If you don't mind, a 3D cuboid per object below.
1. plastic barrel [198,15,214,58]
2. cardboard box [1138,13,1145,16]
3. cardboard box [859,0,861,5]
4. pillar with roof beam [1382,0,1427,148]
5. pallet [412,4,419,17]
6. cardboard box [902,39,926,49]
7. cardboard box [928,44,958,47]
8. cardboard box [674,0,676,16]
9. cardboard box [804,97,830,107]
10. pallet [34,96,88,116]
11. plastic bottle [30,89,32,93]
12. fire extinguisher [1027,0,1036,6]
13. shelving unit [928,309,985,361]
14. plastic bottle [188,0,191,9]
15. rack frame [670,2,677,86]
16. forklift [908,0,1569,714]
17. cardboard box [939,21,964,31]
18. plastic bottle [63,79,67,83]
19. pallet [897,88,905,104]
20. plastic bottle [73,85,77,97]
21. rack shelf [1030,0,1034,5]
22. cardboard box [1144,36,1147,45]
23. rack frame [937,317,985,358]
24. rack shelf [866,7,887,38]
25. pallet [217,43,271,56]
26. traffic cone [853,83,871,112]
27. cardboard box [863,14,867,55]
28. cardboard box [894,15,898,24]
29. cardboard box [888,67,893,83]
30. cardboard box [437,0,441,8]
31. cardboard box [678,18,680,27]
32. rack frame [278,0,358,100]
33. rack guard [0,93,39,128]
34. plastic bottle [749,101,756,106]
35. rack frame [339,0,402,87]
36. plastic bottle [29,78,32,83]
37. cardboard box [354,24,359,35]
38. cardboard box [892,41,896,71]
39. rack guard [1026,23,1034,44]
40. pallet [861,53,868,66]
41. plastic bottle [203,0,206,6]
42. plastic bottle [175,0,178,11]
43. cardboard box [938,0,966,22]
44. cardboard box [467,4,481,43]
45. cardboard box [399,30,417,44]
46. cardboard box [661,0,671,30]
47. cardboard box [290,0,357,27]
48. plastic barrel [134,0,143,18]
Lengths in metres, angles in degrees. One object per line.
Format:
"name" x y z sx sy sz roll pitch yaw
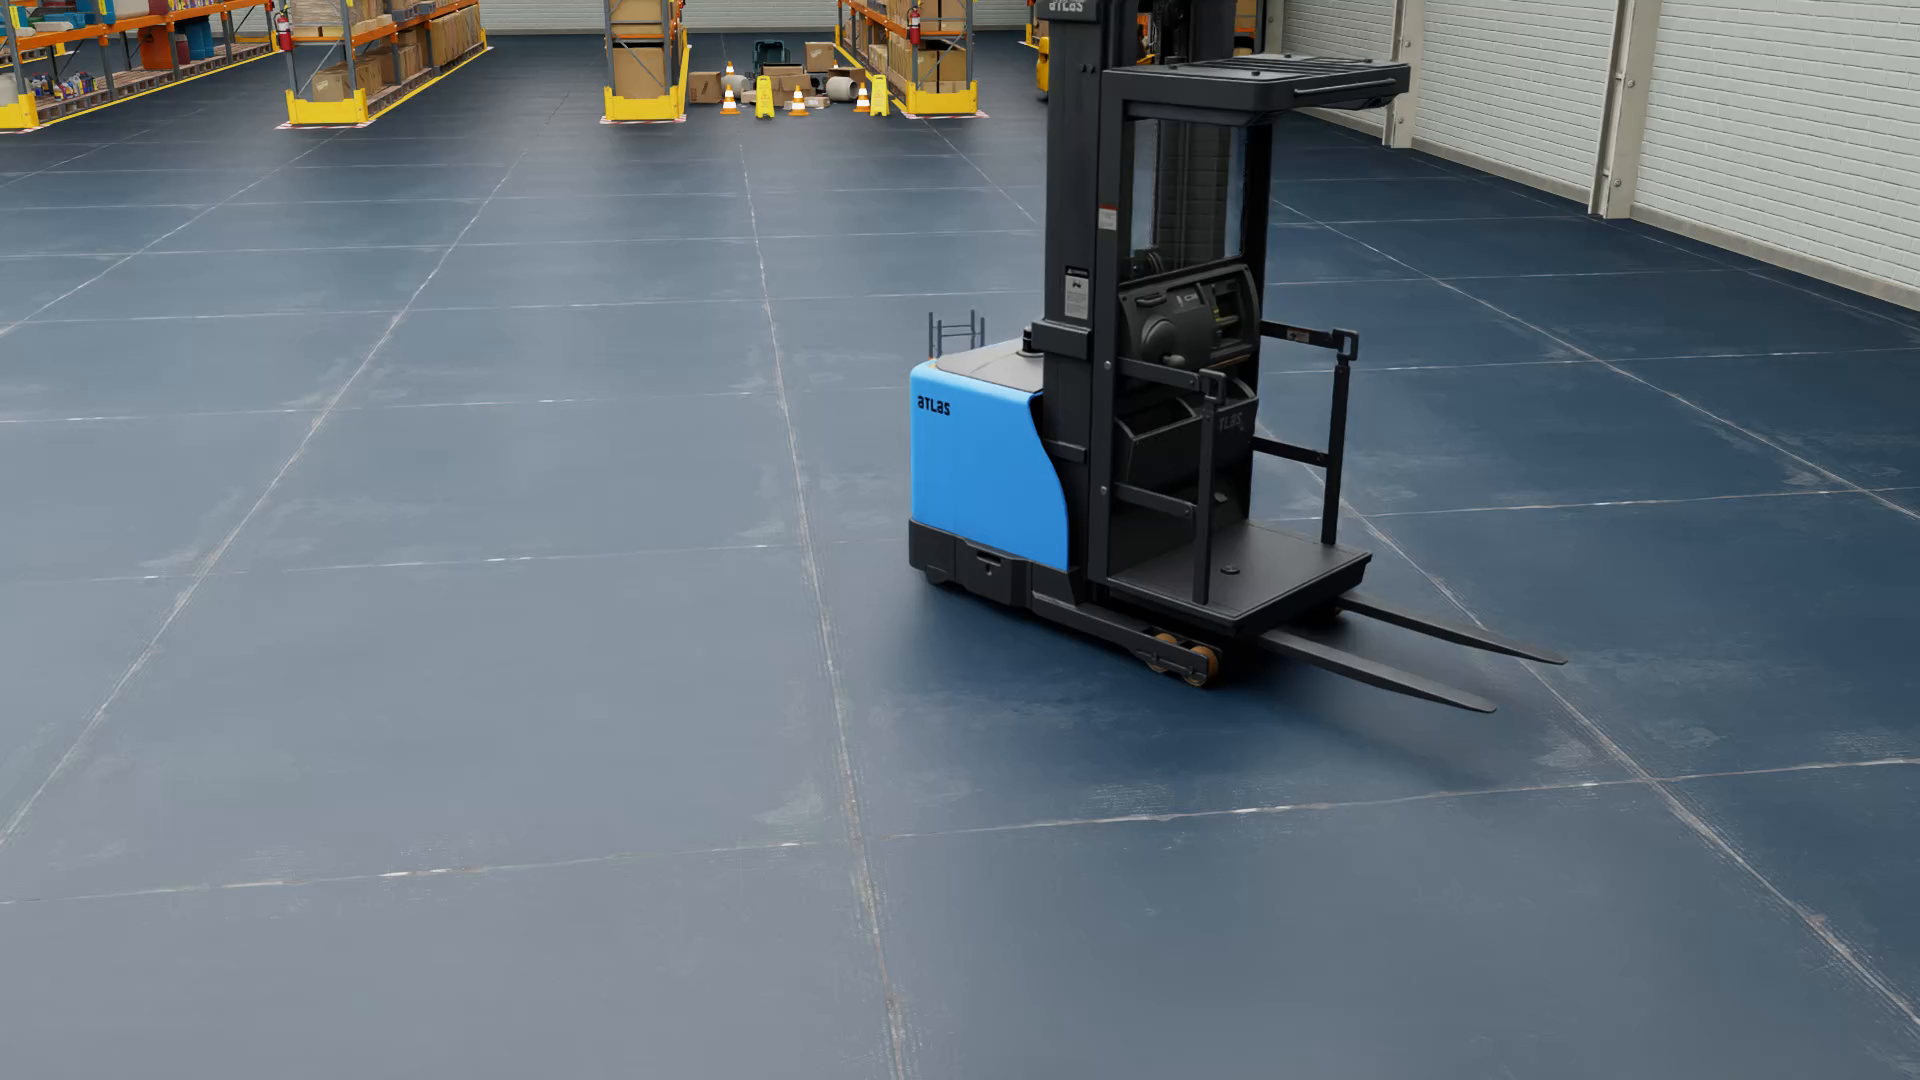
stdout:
"plastic barrel" -16.673 -11.018 36.328 0.600 0.901 0.708 -3 21 -8
"cardboard box" 3.706 -10.316 32.264 0.500 0.250 0.500 -2 21 -7
"cardboard box" -1.926 -11.801 36.240 0.500 0.250 0.500 -3 21 -8
"pillar with roof beam" 2.010 -9.642 21.672 9.100 9.000 0.400 -3 21 -8
"pallet" -10.931 -10.085 31.706 1.003 0.211 1.213 -3 21 -8
"cardboard box" -0.790 -8.540 28.625 0.380 0.149 0.250 -2 21 -6
"cardboard box" -0.288 -8.505 29.458 0.500 0.500 0.500 -3 21 -7
"cardboard box" -5.710 -10.279 31.808 0.500 0.500 0.500 -3 21 -8
"cardboard box" -2.485 -7.605 28.864 0.380 0.149 0.250 8 22 20
"pallet" -15.347 -7.259 27.851 1.003 0.211 1.213 -3 21 -8
"plastic bottle" -15.612 -7.497 27.873 0.097 0.201 0.097 0 20 0
"fire extinguisher" 1.829 -14.196 43.082 0.296 0.674 0.183 -3 21 -8
"shelving unit" -0.018 -0.564 8.511 0.258 1.200 0.189 -5 21 -14
"plastic bottle" -16.101 -11.197 34.585 0.152 0.276 0.135 -3 21 -8
"rack frame" -5.758 -9.689 30.370 1.000 3.000 0.127 -3 21 -8
"forklift" 1.159 -0.959 7.095 3.031 2.935 1.130 19 27 40
"cardboard box" -0.141 -8.599 27.811 0.380 0.149 0.250 -3 21 -8
"plastic bottle" -15.215 -7.709 28.322 0.061 0.283 0.133 -3 21 -8
"pallet" -0.563 -8.013 29.869 1.003 0.211 1.213 -3 21 -8
"plastic bottle" -15.066 -7.636 28.245 0.097 0.201 0.097 0 20 0
"rack shelf" 2.596 -13.350 41.202 1.077 0.370 4.000 -3 21 -8
"cardboard box" 3.797 -9.419 31.547 0.500 0.250 0.500 -3 21 -9
"rack frame" 0.005 -0.533 8.428 0.240 1.200 0.006 -5 21 -14
"rack shelf" -1.162 -10.329 33.112 1.077 0.370 4.000 -3 21 -8
"pallet" -17.231 -11.785 39.967 1.003 0.211 1.213 -3 21 -8
"traffic cone" -1.636 -7.484 28.092 0.336 0.463 0.334 -3 21 -8
"cardboard box" -1.721 -11.422 37.446 0.875 0.875 0.875 -2 21 -6
"cardboard box" -0.971 -9.287 29.653 0.380 0.149 0.250 -3 21 -7
"cardboard box" -1.056 -8.664 30.956 0.500 0.250 0.500 -4 21 -10
"cardboard box" -11.212 -11.443 34.924 0.500 0.500 0.500 -3 21 -9
"cardboard box" -6.553 -11.590 37.362 0.500 0.250 0.500 -3 21 -9
"rack frame" -10.104 -8.089 26.086 1.000 3.000 0.127 -3 21 -8
"rack guard" -15.063 -6.692 25.918 1.175 0.500 0.348 -3 21 -8
"plastic bottle" -3.603 -7.656 29.128 0.133 0.061 0.283 -11 23 -26
"rack frame" -10.680 -9.474 29.794 1.000 3.000 0.127 -3 21 -8
"plastic bottle" -15.866 -7.732 28.385 0.061 0.283 0.133 -2 21 -5
"cardboard box" -9.947 -8.256 26.894 0.380 0.149 0.250 -3 21 -8
"cardboard box" -0.967 -8.831 30.330 0.500 0.500 0.500 -2 21 -6
"rack guard" 2.318 -13.182 43.297 1.175 0.500 0.348 -3 21 -8
"pallet" -1.662 -10.750 37.197 1.003 0.211 1.213 -3 21 -8
"plastic bottle" -16.252 -11.605 35.570 0.144 0.351 0.185 -3 21 -8
"plastic bottle" -15.967 -10.877 33.728 0.152 0.276 0.135 -3 21 -8
"cardboard box" -0.091 -8.953 27.831 0.500 0.500 0.500 -3 21 -9
"cardboard box" -12.239 -12.612 40.634 0.875 0.875 0.875 -3 21 -8
"cardboard box" -11.131 -10.014 33.114 0.500 0.250 0.500 -2 21 -6
"cardboard box" -5.337 -8.890 28.016 0.875 0.550 0.550 -3 21 -8
"cardboard box" -10.156 -8.467 26.530 0.875 0.500 0.500 -3 21 -8
"plastic barrel" -15.738 -10.170 31.498 0.421 0.512 0.421 0 20 0
